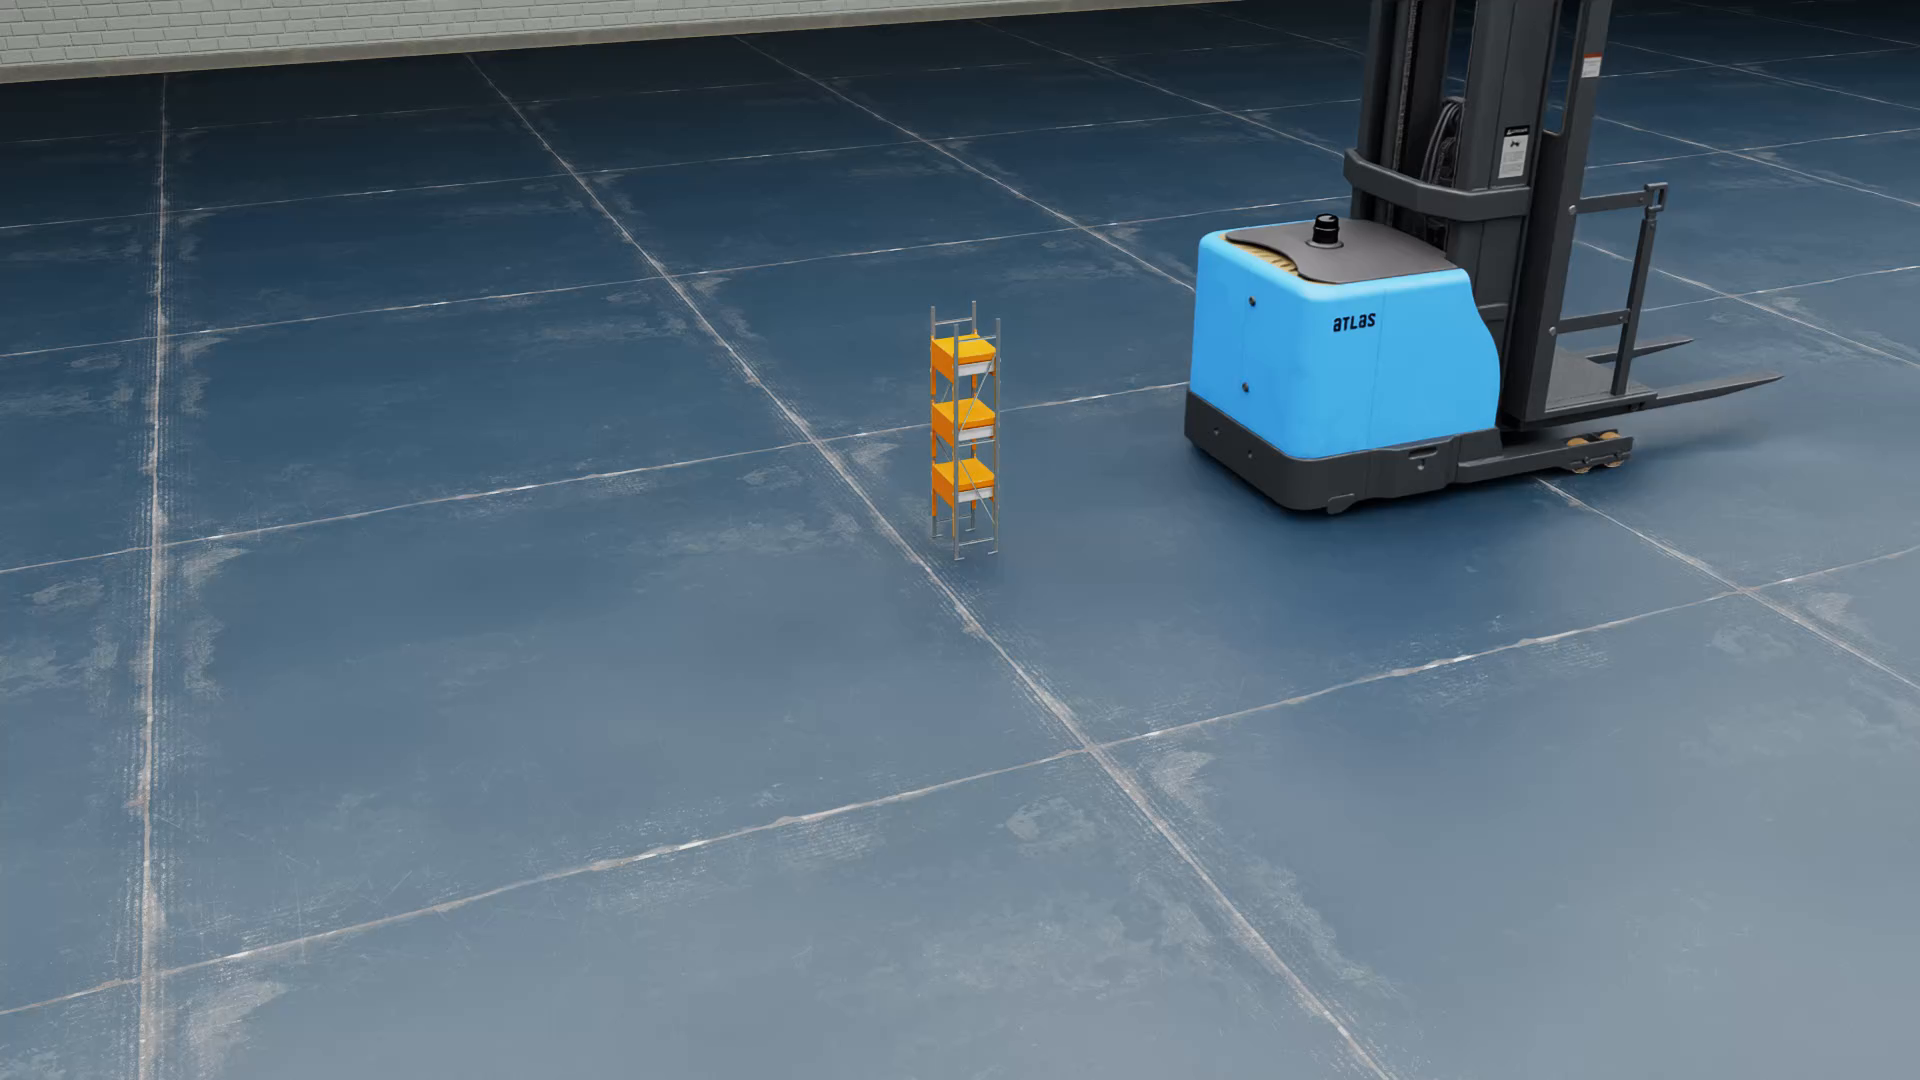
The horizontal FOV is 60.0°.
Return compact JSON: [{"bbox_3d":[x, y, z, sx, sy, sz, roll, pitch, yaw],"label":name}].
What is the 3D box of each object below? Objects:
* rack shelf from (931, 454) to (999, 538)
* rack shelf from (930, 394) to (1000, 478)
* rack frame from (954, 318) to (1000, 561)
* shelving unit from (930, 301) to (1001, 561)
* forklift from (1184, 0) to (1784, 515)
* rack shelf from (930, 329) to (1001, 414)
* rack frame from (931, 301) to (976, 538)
[{"bbox_3d":[0.021,-0.191,7.102,0.215,0.259,0.240,-11,28,-21],"label":"rack shelf"},{"bbox_3d":[0.021,-0.441,6.980,0.215,0.259,0.240,-11,28,-21],"label":"rack shelf"},{"bbox_3d":[0.069,-0.401,6.875,0.200,1.050,0.008,-11,28,-21],"label":"rack frame"},{"bbox_3d":[0.021,-0.450,6.975,0.215,1.050,0.252,-11,28,-21],"label":"shelving unit"},{"bbox_3d":[2.665,-1.834,7.667,3.031,2.935,1.130,-10,28,-20],"label":"forklift"},{"bbox_3d":[0.021,-0.696,6.856,0.215,0.259,0.240,-11,28,-21],"label":"rack shelf"},{"bbox_3d":[-0.027,-0.499,7.076,0.200,1.050,0.008,-11,28,-21],"label":"rack frame"}]
